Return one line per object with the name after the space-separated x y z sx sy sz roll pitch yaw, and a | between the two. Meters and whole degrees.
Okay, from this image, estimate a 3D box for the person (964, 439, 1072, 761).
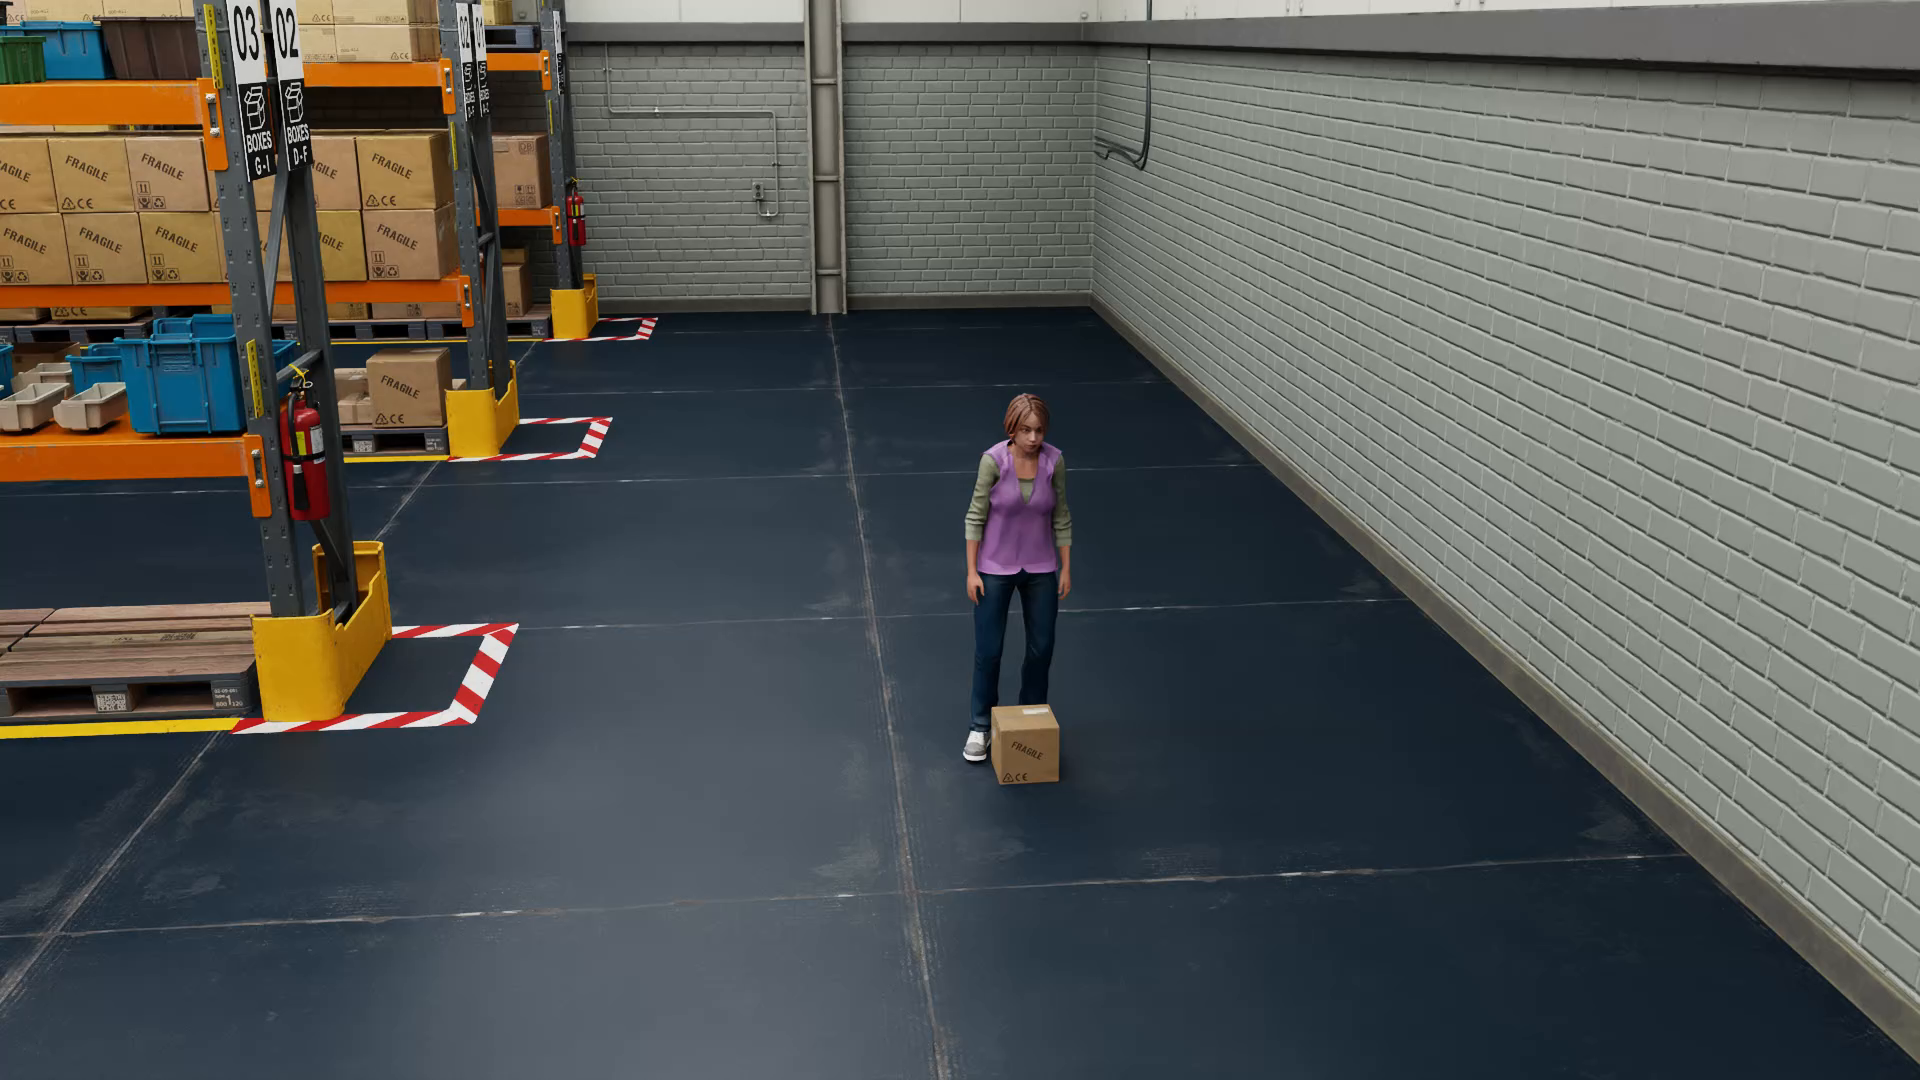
0.243 0.246 7.102 0.483 1.392 0.346 -3 17 -9 | person
